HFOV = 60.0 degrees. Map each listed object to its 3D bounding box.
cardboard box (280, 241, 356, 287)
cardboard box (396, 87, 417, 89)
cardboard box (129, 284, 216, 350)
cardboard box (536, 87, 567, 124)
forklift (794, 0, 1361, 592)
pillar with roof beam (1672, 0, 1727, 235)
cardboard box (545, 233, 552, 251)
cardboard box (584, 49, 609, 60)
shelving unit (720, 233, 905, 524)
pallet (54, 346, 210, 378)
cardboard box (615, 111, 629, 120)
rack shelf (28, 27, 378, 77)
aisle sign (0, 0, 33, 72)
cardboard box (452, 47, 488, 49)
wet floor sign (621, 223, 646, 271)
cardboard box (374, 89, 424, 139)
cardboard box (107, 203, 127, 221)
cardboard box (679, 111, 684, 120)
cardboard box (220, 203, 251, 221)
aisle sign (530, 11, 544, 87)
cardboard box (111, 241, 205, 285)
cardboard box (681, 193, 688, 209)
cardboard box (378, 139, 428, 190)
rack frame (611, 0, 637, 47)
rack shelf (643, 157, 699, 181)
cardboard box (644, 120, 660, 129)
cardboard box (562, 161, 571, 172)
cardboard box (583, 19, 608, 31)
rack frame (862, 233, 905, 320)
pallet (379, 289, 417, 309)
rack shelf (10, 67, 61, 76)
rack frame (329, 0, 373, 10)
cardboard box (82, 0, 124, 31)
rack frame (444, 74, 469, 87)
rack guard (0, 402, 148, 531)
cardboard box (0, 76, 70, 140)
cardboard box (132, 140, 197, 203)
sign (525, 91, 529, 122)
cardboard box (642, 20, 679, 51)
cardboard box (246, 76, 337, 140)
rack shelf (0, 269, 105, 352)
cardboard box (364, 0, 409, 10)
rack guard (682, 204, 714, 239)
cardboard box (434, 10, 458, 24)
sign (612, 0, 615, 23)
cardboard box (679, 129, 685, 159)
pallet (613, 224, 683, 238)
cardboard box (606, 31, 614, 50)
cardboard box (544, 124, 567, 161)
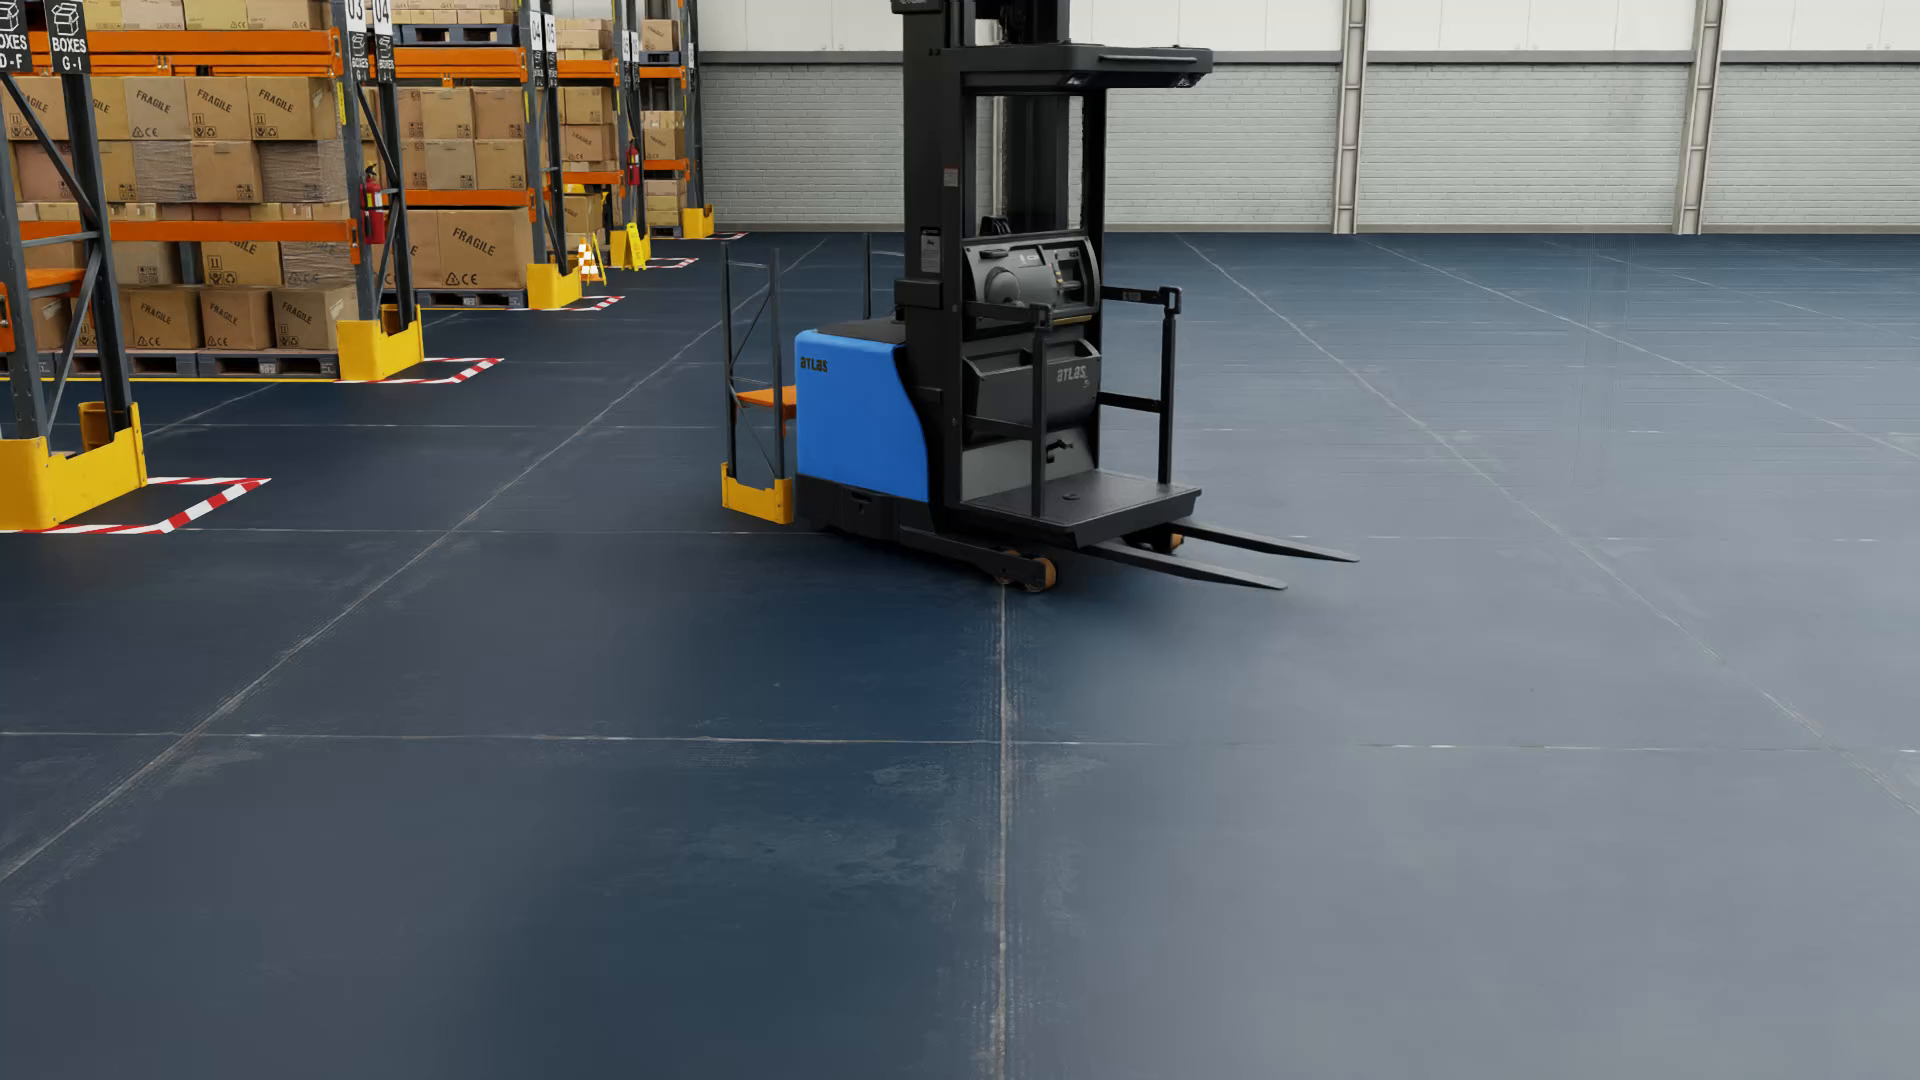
[{"bbox_3d":[-7.166,-3.366,19.059,0.875,0.875,0.875,0,15,2],"label":"cardboard box"},{"bbox_3d":[-7.725,-6.089,23.298,0.500,0.500,0.700,0,15,2],"label":"cardboard box"},{"bbox_3d":[-6.771,-1.933,14.365,0.500,0.500,0.500,2,15,7],"label":"cardboard box"},{"bbox_3d":[-5.693,-6.082,23.275,0.500,0.500,0.700,1,15,2],"label":"cardboard box"},{"bbox_3d":[0.516,-1.318,8.091,3.031,2.935,1.130,14,20,42],"label":"forklift"},{"bbox_3d":[12.664,-8.640,23.947,0.400,9.000,9.100,0,15,1],"label":"pillar with roof beam"},{"bbox_3d":[-6.003,-4.270,23.709,0.500,0.250,0.500,0,15,2],"label":"cardboard box"},{"bbox_3d":[-5.034,-6.714,23.020,0.250,0.149,0.380,0,15,2],"label":"cardboard box"},{"bbox_3d":[-0.780,-0.959,9.534,1.083,1.500,0.587,-13,20,-41],"label":"shelving unit"},{"bbox_3d":[-7.027,-1.602,14.498,1.213,0.211,1.003,0,15,1],"label":"pallet"},{"bbox_3d":[-5.668,-7.183,28.136,0.250,0.149,0.380,0,15,2],"label":"cardboard box"},{"bbox_3d":[-6.923,-4.042,13.811,4.000,0.370,1.077,0,15,1],"label":"rack shelf"},{"bbox_3d":[-4.986,-2.844,8.645,0.004,0.787,0.394,0,15,1],"label":"aisle sign"},{"bbox_3d":[-6.715,-6.919,23.015,0.500,0.250,0.500,1,15,2],"label":"cardboard box"},{"bbox_3d":[-4.508,-4.041,22.893,0.232,0.644,0.267,6,16,21],"label":"wet floor sign"},{"bbox_3d":[-6.174,-4.816,18.804,0.550,0.550,0.875,0,15,1],"label":"cardboard box"},{"bbox_3d":[-6.964,-2.757,13.901,0.250,0.149,0.380,0,15,1],"label":"cardboard box"},{"bbox_3d":[-4.878,-7.282,28.511,0.250,0.149,0.380,0,15,0],"label":"cardboard box"},{"bbox_3d":[-5.965,-2.750,13.877,0.250,0.149,0.380,0,15,1],"label":"cardboard box"},{"bbox_3d":[-4.633,-5.371,18.221,0.004,0.787,0.394,0,15,1],"label":"aisle sign"},{"bbox_3d":[-9.318,-3.313,19.105,0.750,0.750,1.050,0,15,1],"label":"cardboard box"},{"bbox_3d":[-5.012,-5.891,28.876,0.500,0.250,0.500,1,15,2],"label":"cardboard box"},{"bbox_3d":[-6.175,-4.288,18.919,0.550,0.550,0.875,0,15,1],"label":"cardboard box"},{"bbox_3d":[-4.671,-8.355,22.867,0.127,3.000,1.000,0,15,1],"label":"rack frame"},{"bbox_3d":[-6.547,-6.385,28.571,4.000,0.370,1.077,0,15,1],"label":"rack shelf"},{"bbox_3d":[-5.158,-7.007,28.050,0.250,0.149,0.380,1,15,2],"label":"cardboard box"},{"bbox_3d":[-5.562,-5.261,23.392,0.250,0.149,0.380,0,15,0],"label":"cardboard box"},{"bbox_3d":[-5.016,-7.095,22.903,0.250,0.149,0.380,1,15,2],"label":"cardboard box"},{"bbox_3d":[-0.401,-1.049,9.874,0.032,1.500,0.500,-13,20,-41],"label":"rack frame"},{"bbox_3d":[-6.714,-2.836,19.177,1.213,0.211,1.003,0,15,1],"label":"pallet"},{"bbox_3d":[-14.667,-6.622,23.588,4.000,0.370,1.077,0,15,1],"label":"rack shelf"},{"bbox_3d":[-4.924,-5.827,13.288,0.127,3.000,1.000,0,15,1],"label":"rack frame"},{"bbox_3d":[-6.926,-4.253,13.494,0.500,0.250,0.500,0,15,0],"label":"cardboard box"},{"bbox_3d":[-8.546,-6.746,28.529,0.127,3.000,1.000,0,15,1],"label":"rack frame"},{"bbox_3d":[-5.127,-0.443,9.541,0.348,0.500,1.175,0,15,1],"label":"rack guard"},{"bbox_3d":[-7.479,-3.554,13.693,0.500,0.500,0.500,0,15,1],"label":"cardboard box"},{"bbox_3d":[-6.474,-3.116,13.993,0.500,0.500,0.875,0,15,1],"label":"cardboard box"},{"bbox_3d":[-4.724,-4.727,18.143,0.005,0.325,0.100,0,15,1],"label":"sign"},{"bbox_3d":[-4.996,-8.411,27.744,0.500,0.500,0.500,1,15,3],"label":"cardboard box"},{"bbox_3d":[-5.480,-3.543,13.649,0.500,0.500,0.500,0,15,1],"label":"cardboard box"},{"bbox_3d":[-7.050,-1.329,9.407,4.000,0.370,1.077,0,15,1],"label":"rack shelf"},{"bbox_3d":[-6.194,-5.903,18.145,0.500,0.250,0.500,0,15,1],"label":"cardboard box"},{"bbox_3d":[-4.524,-5.511,28.748,0.348,0.500,1.175,0,15,1],"label":"rack guard"},{"bbox_3d":[-5.546,-5.690,18.121,0.250,0.149,0.380,1,15,2],"label":"cardboard box"},{"bbox_3d":[-4.705,-7.191,22.600,0.005,0.325,0.100,0,15,1],"label":"sign"},{"bbox_3d":[-5.036,-6.842,28.698,0.500,0.500,0.500,1,15,3],"label":"cardboard box"},{"bbox_3d":[-5.313,-5.366,28.764,1.213,0.211,1.003,0,15,1],"label":"pallet"},{"bbox_3d":[-5.166,-7.047,23.500,0.500,0.250,0.500,0,15,0],"label":"cardboard box"},{"bbox_3d":[-5.721,-5.584,23.345,0.500,0.500,0.500,0,15,2],"label":"cardboard box"}]
